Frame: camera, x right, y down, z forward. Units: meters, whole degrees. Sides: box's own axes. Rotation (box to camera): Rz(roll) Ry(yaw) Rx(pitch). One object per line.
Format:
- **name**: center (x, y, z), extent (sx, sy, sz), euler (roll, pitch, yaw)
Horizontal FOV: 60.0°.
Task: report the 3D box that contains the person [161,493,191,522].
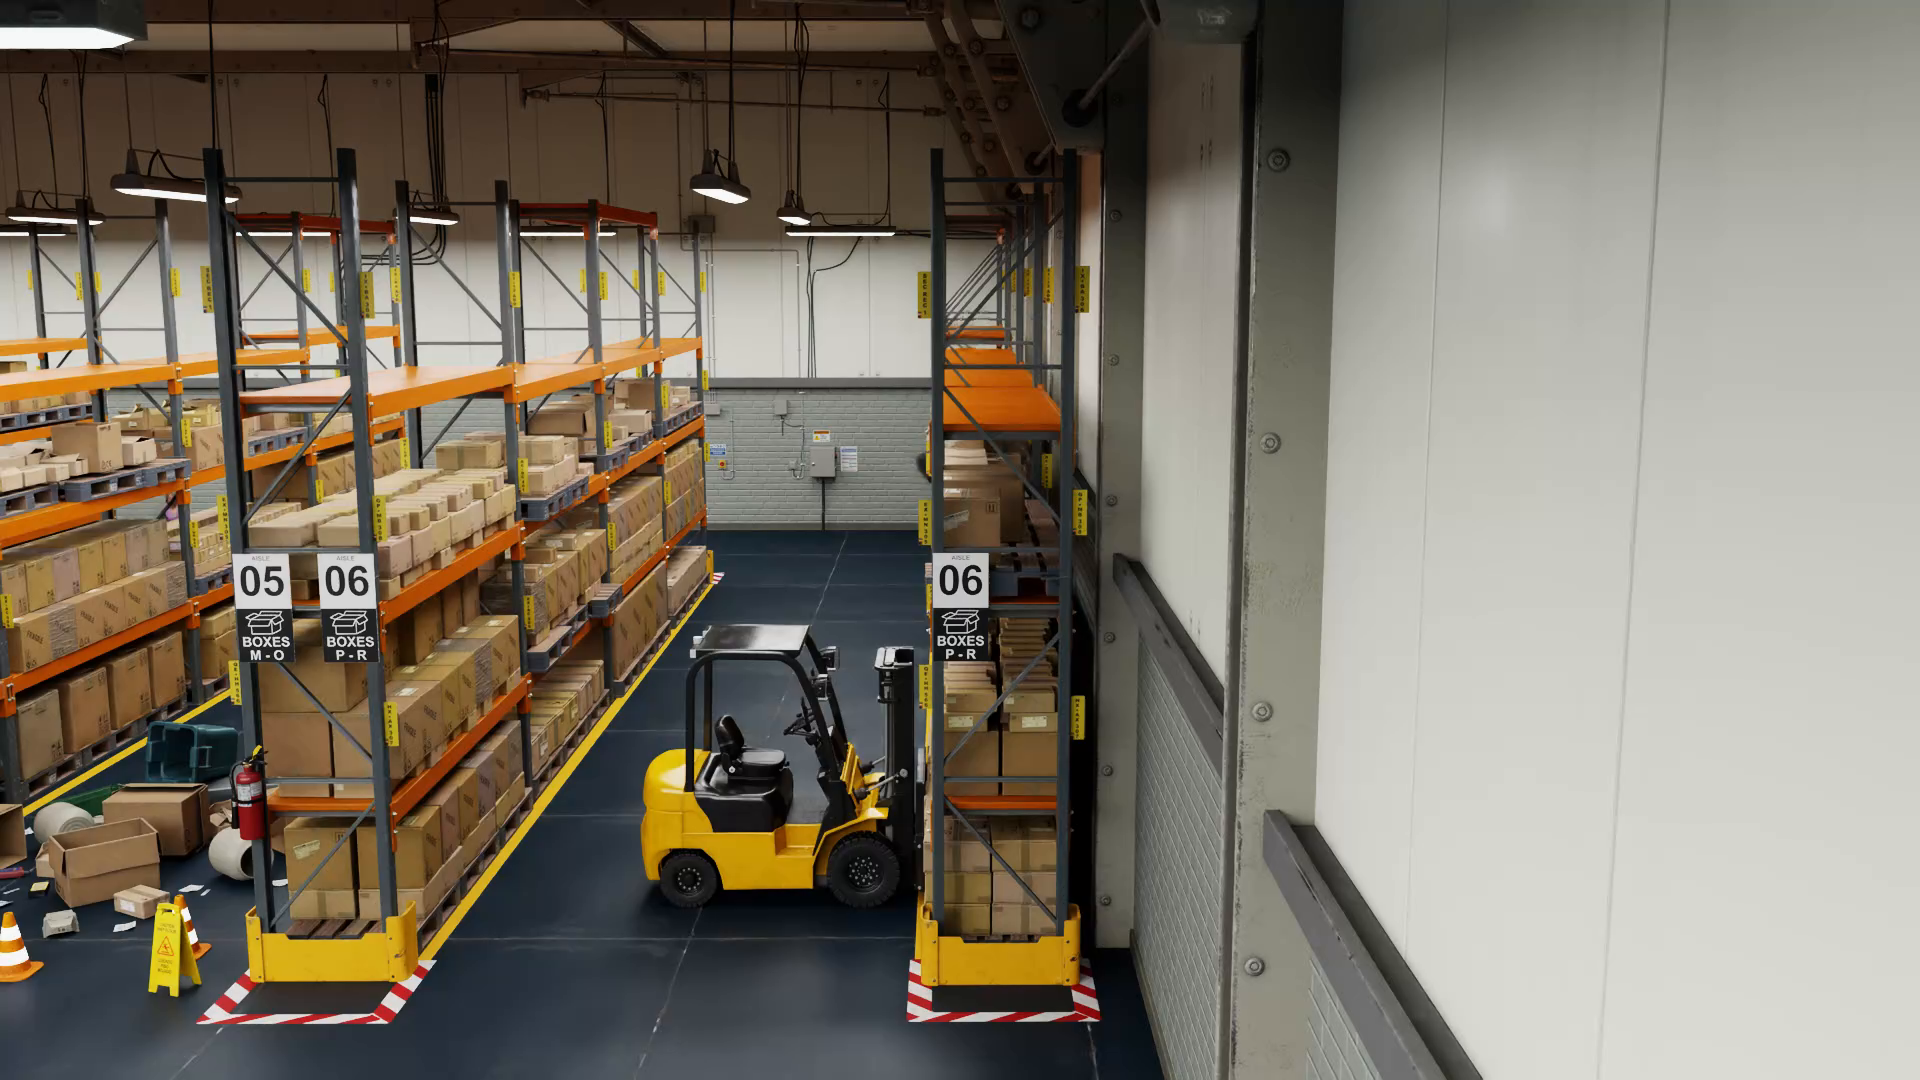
- **person**: center (-13.139, -0.035, 27.917), extent (0.571, 1.551, 0.600), euler (-6, 11, -32)
